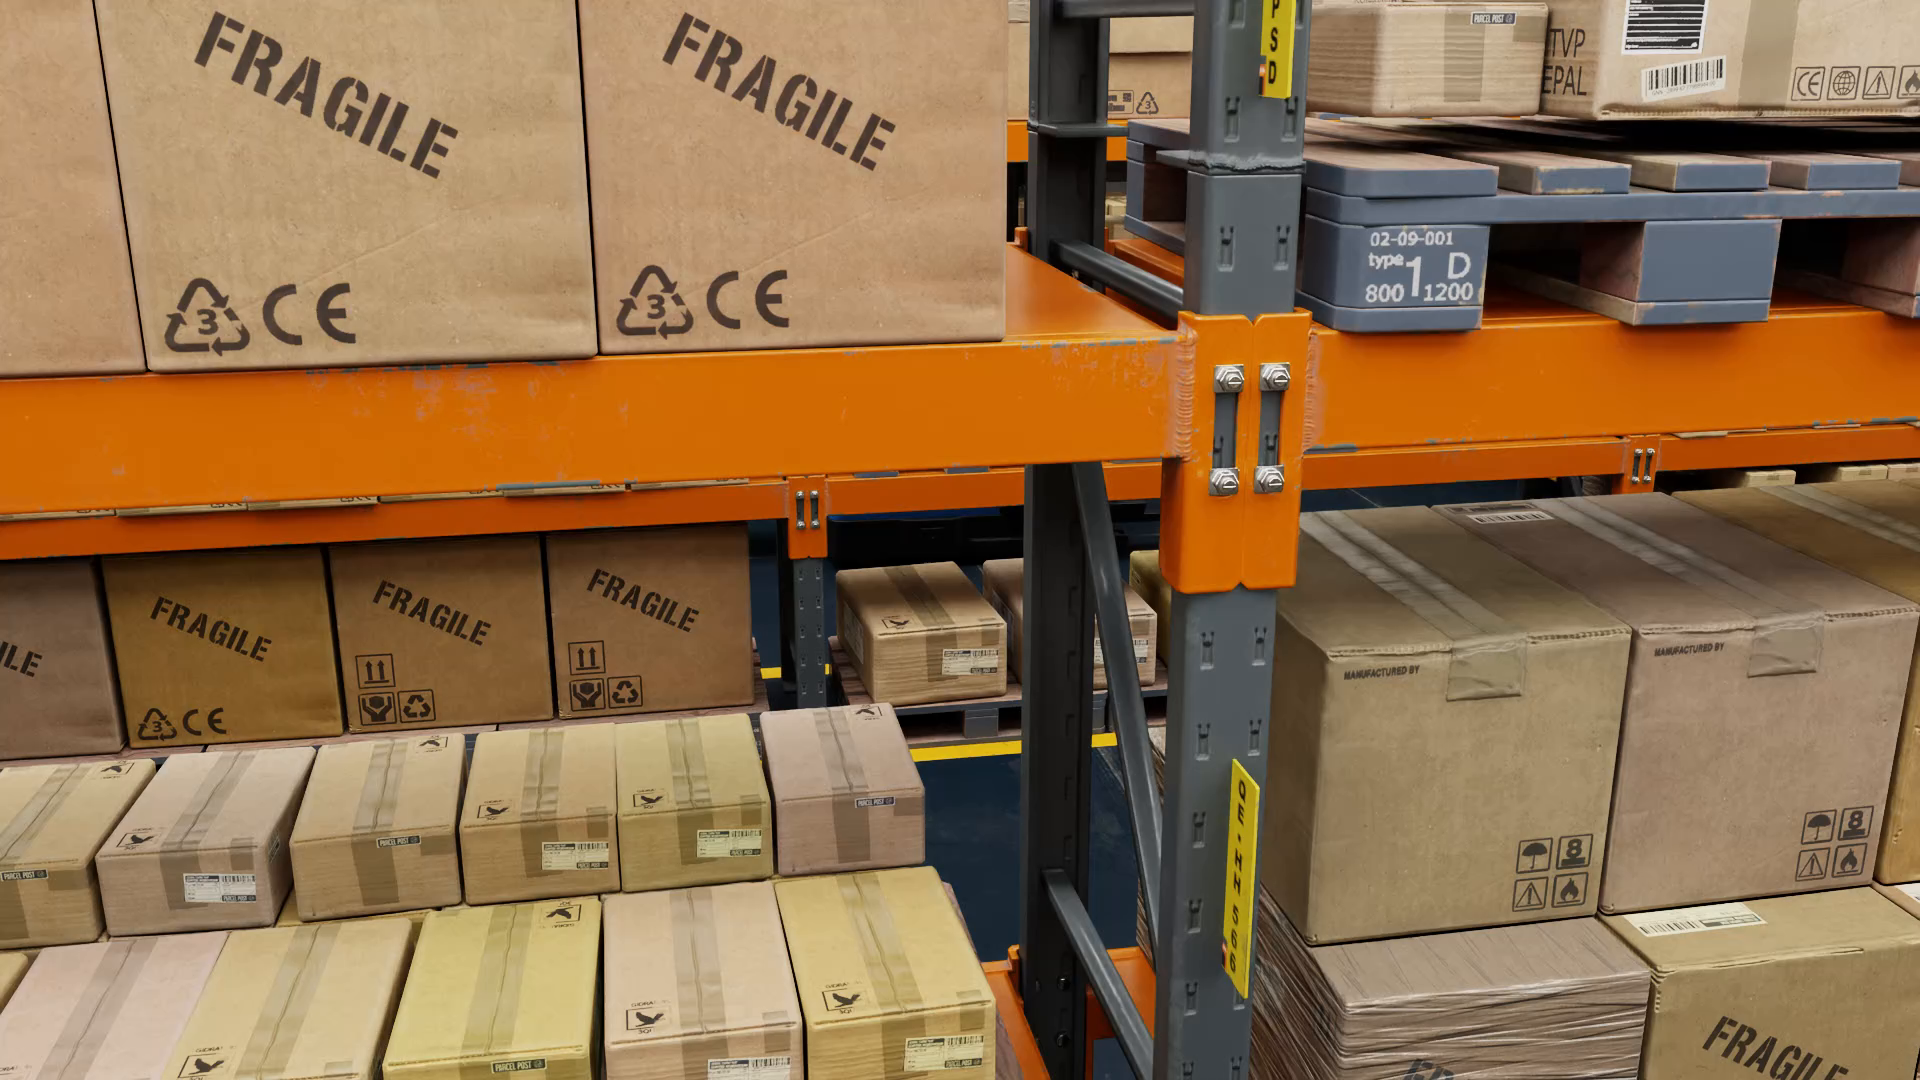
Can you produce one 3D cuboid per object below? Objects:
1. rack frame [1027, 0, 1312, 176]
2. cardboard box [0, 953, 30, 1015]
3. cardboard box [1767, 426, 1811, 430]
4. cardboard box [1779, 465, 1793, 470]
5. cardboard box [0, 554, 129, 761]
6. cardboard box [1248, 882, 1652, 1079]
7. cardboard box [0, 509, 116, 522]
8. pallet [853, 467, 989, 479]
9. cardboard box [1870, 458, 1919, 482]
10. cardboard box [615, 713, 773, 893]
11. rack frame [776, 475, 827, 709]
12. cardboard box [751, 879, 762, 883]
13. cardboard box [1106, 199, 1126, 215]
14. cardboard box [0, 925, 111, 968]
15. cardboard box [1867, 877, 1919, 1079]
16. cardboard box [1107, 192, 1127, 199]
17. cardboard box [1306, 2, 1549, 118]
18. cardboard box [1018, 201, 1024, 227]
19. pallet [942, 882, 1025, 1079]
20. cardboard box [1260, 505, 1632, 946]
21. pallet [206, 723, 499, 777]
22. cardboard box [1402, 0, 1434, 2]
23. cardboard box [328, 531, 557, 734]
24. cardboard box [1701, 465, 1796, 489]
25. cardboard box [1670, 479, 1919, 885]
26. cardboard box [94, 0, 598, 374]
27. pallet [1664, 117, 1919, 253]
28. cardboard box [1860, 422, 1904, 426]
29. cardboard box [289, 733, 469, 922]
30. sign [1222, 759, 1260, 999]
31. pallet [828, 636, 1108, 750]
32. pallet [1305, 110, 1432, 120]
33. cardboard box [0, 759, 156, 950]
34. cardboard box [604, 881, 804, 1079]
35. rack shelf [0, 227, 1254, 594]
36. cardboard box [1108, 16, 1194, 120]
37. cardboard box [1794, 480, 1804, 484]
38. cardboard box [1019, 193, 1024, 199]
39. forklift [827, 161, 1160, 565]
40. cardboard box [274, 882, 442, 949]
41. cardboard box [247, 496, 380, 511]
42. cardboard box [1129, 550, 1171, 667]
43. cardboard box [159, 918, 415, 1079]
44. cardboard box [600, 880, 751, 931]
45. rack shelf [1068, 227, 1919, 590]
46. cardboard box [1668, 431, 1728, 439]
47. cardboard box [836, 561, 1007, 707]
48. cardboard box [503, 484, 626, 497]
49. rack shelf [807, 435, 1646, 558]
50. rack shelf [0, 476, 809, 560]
[{"bbox_3d":[0.278,-2.035,2.110,0.127,3.000,1.000,-3,17,-10],"label":"rack frame"},{"bbox_3d":[-1.386,0.699,2.127,0.250,0.149,0.380,-2,17,-8],"label":"cardboard box"},{"bbox_3d":[4.030,-0.669,8.308,0.250,0.149,0.380,-3,17,-11],"label":"cardboard box"},{"bbox_3d":[4.196,-0.195,9.029,0.500,0.500,0.500,-3,17,-9],"label":"cardboard box"},{"bbox_3d":[-4.094,0.392,7.331,0.875,0.875,0.875,-3,17,-9],"label":"cardboard box"},{"bbox_3d":[0.770,0.838,2.804,0.500,0.500,0.500,-3,17,-10],"label":"cardboard box"},{"bbox_3d":[-3.698,-0.271,6.842,0.500,0.250,0.500,-4,17,-12],"label":"cardboard box"},{"bbox_3d":[-0.081,-0.567,7.875,1.003,0.211,1.213,-3,17,-10],"label":"pallet"},{"bbox_3d":[4.700,-0.356,8.447,0.250,0.149,0.380,-2,17,-7],"label":"cardboard box"},{"bbox_3d":[-0.476,0.454,2.925,0.250,0.149,0.380,-4,17,-12],"label":"cardboard box"},{"bbox_3d":[-0.760,-0.588,7.618,0.127,3.000,1.000,-3,17,-10],"label":"rack frame"},{"bbox_3d":[-0.463,0.734,3.026,0.250,0.149,0.380,-2,17,-8],"label":"cardboard box"},{"bbox_3d":[1.195,-2.446,12.390,0.250,0.149,0.380,-4,17,-12],"label":"cardboard box"},{"bbox_3d":[-1.499,0.651,2.788,0.250,0.149,0.380,-3,17,-11],"label":"cardboard box"},{"bbox_3d":[1.764,0.781,2.990,0.500,0.500,0.500,-3,17,-10],"label":"cardboard box"},{"bbox_3d":[1.317,-2.628,12.985,0.250,0.149,0.380,-3,17,-11],"label":"cardboard box"},{"bbox_3d":[0.636,-0.702,2.421,0.250,0.149,0.380,-4,18,-13],"label":"cardboard box"},{"bbox_3d":[0.434,-2.400,12.241,0.250,0.149,0.380,-4,17,-12],"label":"cardboard box"},{"bbox_3d":[-0.402,0.995,2.789,1.003,0.211,1.213,-3,17,-10],"label":"pallet"},{"bbox_3d":[0.721,0.285,2.901,0.500,0.500,0.700,-3,17,-11],"label":"cardboard box"},{"bbox_3d":[-2.744,0.834,7.737,1.213,0.211,1.003,-3,17,-10],"label":"pallet"},{"bbox_3d":[0.824,-0.834,2.823,0.250,0.166,0.380,-3,17,-10],"label":"cardboard box"},{"bbox_3d":[-2.331,0.290,7.663,0.875,0.875,0.875,-3,17,-10],"label":"cardboard box"},{"bbox_3d":[3.932,-0.311,8.300,0.250,0.149,0.380,-3,17,-10],"label":"cardboard box"},{"bbox_3d":[1.720,0.227,3.089,0.500,0.500,0.700,-4,17,-11],"label":"cardboard box"},{"bbox_3d":[-0.723,-0.512,2.090,0.500,0.500,0.500,-3,17,-10],"label":"cardboard box"},{"bbox_3d":[1.998,-0.625,2.950,1.213,0.211,1.003,-2,17,-8],"label":"pallet"},{"bbox_3d":[4.536,-0.696,8.398,0.250,0.149,0.380,-3,17,-11],"label":"cardboard box"},{"bbox_3d":[-0.978,0.481,2.837,0.250,0.149,0.380,-4,18,-13],"label":"cardboard box"},{"bbox_3d":[0.390,0.473,2.325,0.005,0.325,0.100,-3,17,-10],"label":"sign"},{"bbox_3d":[0.007,0.702,8.168,1.213,0.211,1.003,-3,17,-10],"label":"pallet"},{"bbox_3d":[1.523,-2.093,7.728,1.003,0.211,1.213,-3,17,-10],"label":"pallet"},{"bbox_3d":[-1.503,0.512,2.737,0.250,0.149,0.380,-3,17,-9],"label":"cardboard box"},{"bbox_3d":[-0.363,0.641,2.316,0.250,0.149,0.380,-3,17,-11],"label":"cardboard box"},{"bbox_3d":[-1.686,-0.145,2.293,4.000,0.370,1.077,-3,17,-10],"label":"rack shelf"},{"bbox_3d":[0.732,-2.165,7.466,0.637,0.503,0.797,-3,17,-10],"label":"cardboard box"},{"bbox_3d":[4.321,-0.044,8.537,0.500,0.500,0.500,-3,17,-8],"label":"cardboard box"},{"bbox_3d":[0.574,-2.586,12.848,0.250,0.149,0.380,-3,17,-11],"label":"cardboard box"},{"bbox_3d":[0.618,-1.428,10.469,3.031,2.935,1.130,-3,17,-8],"label":"forklift"},{"bbox_3d":[-1.010,0.625,2.874,0.250,0.149,0.380,-3,17,-10],"label":"cardboard box"},{"bbox_3d":[-2.699,-0.321,7.002,0.500,0.250,0.500,-4,17,-11],"label":"cardboard box"},{"bbox_3d":[1.265,0.355,8.309,0.625,0.372,0.950,-3,17,-9],"label":"cardboard box"},{"bbox_3d":[-0.882,0.671,2.216,0.250,0.149,0.380,-3,17,-9],"label":"cardboard box"},{"bbox_3d":[-0.501,0.595,2.972,0.250,0.149,0.380,-2,17,-8],"label":"cardboard box"},{"bbox_3d":[2.242,-0.368,3.018,4.000,0.370,1.077,-3,17,-10],"label":"rack shelf"},{"bbox_3d":[3.537,-0.616,8.136,0.250,0.149,0.380,-3,17,-11],"label":"cardboard box"},{"bbox_3d":[-0.204,0.439,8.035,0.625,0.372,0.950,-4,18,-14],"label":"cardboard box"},{"bbox_3d":[-1.706,-0.381,7.197,0.500,0.250,0.500,-3,17,-9],"label":"cardboard box"},{"bbox_3d":[1.203,-0.356,8.086,4.000,0.370,1.077,-3,17,-10],"label":"rack shelf"},{"bbox_3d":[-2.724,-0.133,7.361,4.000,0.370,1.077,-3,17,-10],"label":"rack shelf"}]
